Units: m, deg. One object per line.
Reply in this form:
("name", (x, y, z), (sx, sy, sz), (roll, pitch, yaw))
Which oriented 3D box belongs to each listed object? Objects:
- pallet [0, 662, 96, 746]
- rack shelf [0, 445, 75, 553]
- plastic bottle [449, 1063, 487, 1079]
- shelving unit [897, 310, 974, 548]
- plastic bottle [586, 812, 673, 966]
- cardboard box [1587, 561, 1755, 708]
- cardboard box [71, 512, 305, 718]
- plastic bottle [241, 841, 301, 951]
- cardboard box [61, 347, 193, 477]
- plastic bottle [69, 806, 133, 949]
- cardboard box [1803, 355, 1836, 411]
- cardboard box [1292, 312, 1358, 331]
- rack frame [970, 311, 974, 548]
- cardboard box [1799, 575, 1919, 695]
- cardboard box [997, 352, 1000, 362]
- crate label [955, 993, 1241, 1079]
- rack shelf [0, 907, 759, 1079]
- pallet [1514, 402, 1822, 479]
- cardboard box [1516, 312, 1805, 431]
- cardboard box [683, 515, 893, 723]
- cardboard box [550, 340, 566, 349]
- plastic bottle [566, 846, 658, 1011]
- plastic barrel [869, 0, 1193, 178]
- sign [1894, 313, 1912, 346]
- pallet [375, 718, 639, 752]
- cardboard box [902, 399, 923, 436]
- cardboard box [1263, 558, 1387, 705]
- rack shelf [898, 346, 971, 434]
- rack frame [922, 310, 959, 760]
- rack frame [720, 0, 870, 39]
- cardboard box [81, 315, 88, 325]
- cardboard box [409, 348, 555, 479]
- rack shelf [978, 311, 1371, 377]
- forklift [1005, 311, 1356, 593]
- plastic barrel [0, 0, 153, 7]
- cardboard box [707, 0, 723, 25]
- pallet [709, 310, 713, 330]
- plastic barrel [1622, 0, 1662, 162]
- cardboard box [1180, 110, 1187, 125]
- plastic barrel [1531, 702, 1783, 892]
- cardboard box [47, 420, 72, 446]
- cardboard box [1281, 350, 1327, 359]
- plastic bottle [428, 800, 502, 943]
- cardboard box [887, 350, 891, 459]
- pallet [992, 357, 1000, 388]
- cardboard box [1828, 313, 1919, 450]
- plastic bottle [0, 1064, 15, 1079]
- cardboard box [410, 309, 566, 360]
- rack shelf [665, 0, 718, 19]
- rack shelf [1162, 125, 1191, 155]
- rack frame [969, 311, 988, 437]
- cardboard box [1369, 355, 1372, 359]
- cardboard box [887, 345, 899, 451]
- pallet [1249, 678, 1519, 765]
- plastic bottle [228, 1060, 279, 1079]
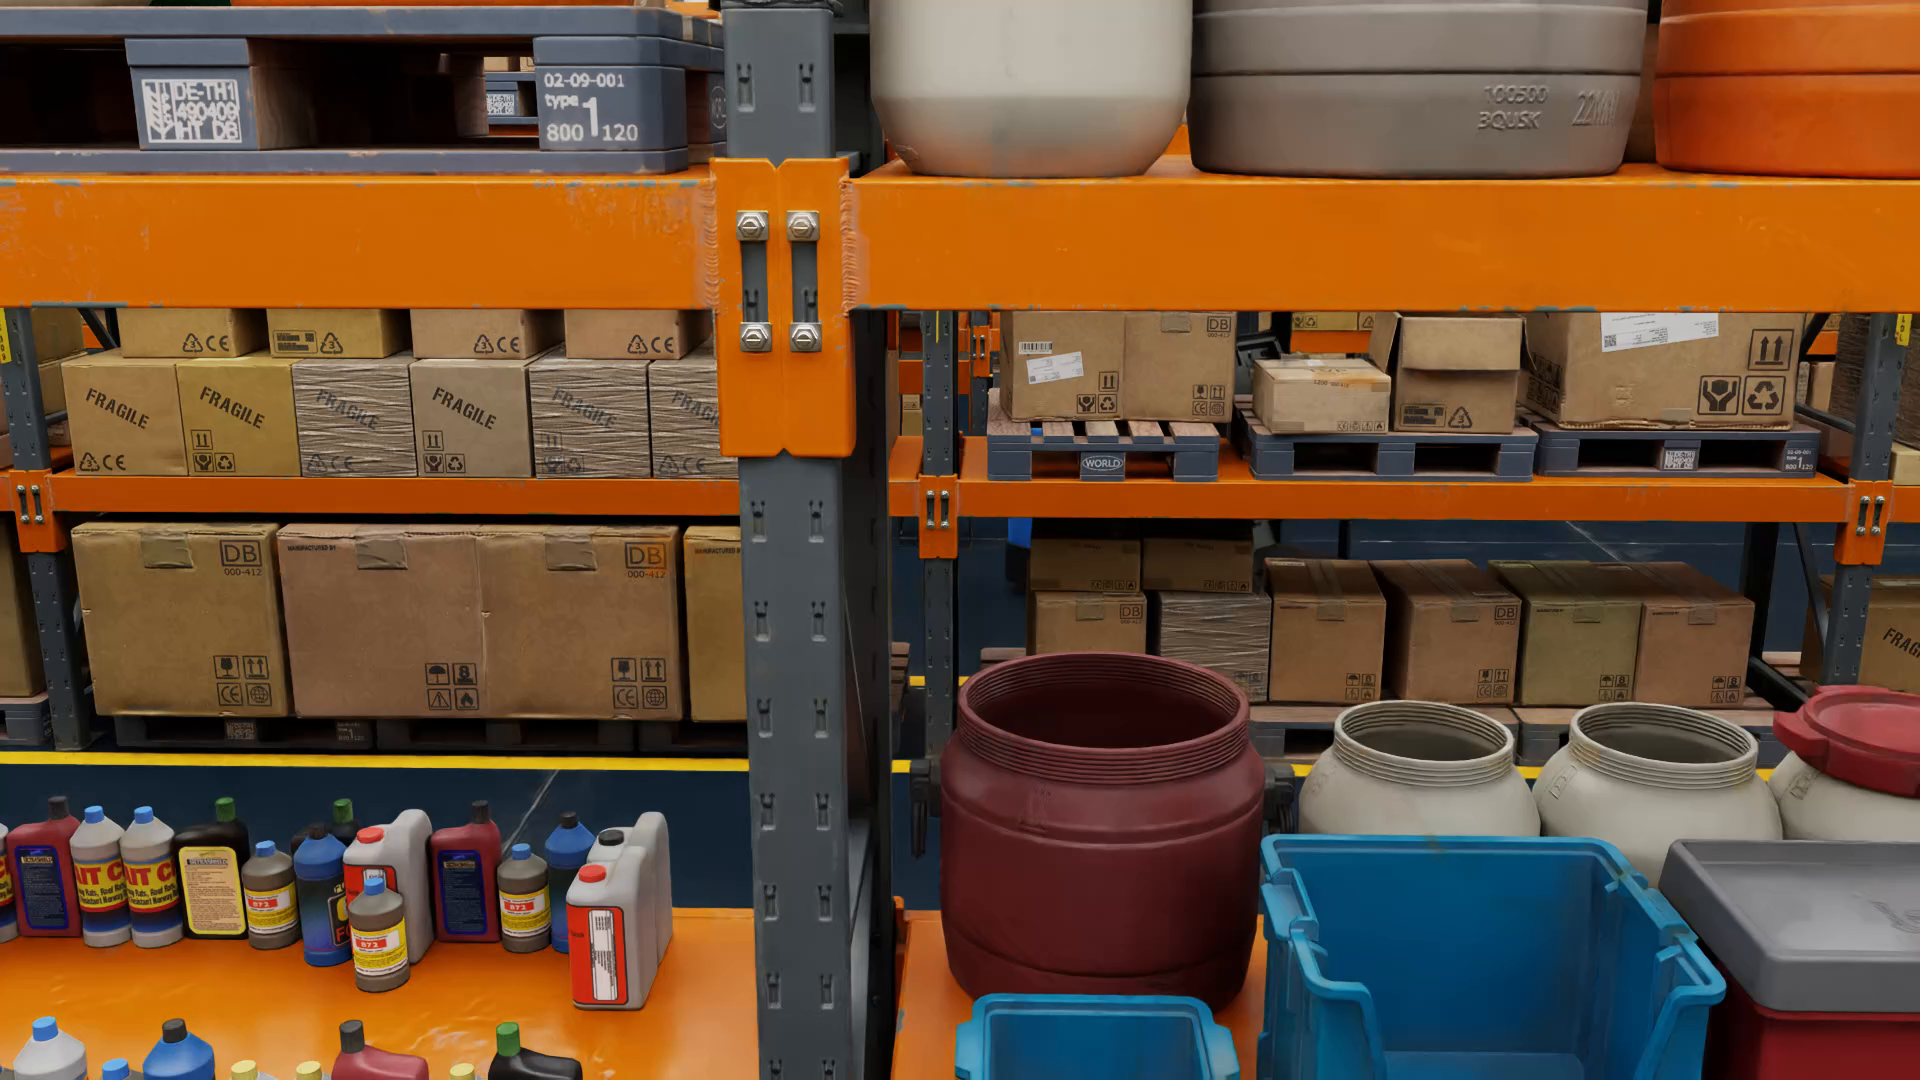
("pallet", (-4.841, 0.722, 8.190), (1.213, 0.211, 1.003), (0, 15, 1))
("rack shelf", (-6.082, -0.267, 7.881), (4.000, 0.370, 1.077), (0, 15, 1))
("plastic bottle", (-0.741, 0.884, 2.497), (0.097, 0.201, 0.097), (0, 15, 0))
("shelving unit", (-0.165, -1.016, 11.076), (0.503, 2.100, 0.431), (0, 15, 1))
("plastic bottle", (-0.635, 0.662, 3.193), (0.135, 0.276, 0.152), (0, 15, 1))
("cardboard box", (3.302, 0.437, 7.841), (0.500, 0.500, 0.700), (-1, 15, -3))
("cardboard box", (-3.442, 0.222, 7.961), (0.875, 0.875, 1.225), (0, 15, 2))
("plastic bottle", (-1.346, 0.687, 3.246), (0.097, 0.201, 0.097), (0, 15, 0))
("cardboard box", (-3.629, -0.583, 7.474), (0.500, 0.500, 0.500), (0, 15, 2))
("plastic bottle", (-1.674, 0.651, 3.246), (0.097, 0.271, 0.097), (0, 15, 0))
("cardboard box", (6.582, -0.956, 12.426), (0.875, 0.875, 0.875), (0, 15, 1))
("cardboard box", (2.604, -1.804, 12.101), (0.500, 0.500, 0.500), (1, 15, 2))
("rack frame", (0.078, -1.015, 11.070), (0.015, 2.100, 0.400), (0, 15, 1))
("cardboard box", (4.314, 0.469, 7.759), (0.500, 0.500, 0.500), (0, 15, 0))
("cardboard box", (0.734, -2.029, 17.478), (0.625, 0.372, 0.950), (-1, 15, -2))
("crate label", (0.201, 0.867, 2.503), (0.416, 0.233, 0.303), (0, 15, 1))
("rack shelf", (-2.210, 1.022, 2.995), (4.000, 0.370, 1.077), (0, 15, 1))
("pallet", (3.155, -0.499, 7.727), (1.213, 0.211, 1.003), (0, 15, 1))
("cardboard box", (3.124, -1.083, 7.568), (1.000, 1.000, 1.000), (0, 15, 2))
("cardboard box", (-0.773, 0.239, 7.896), (0.875, 0.875, 1.225), (0, 15, -1))
("cardboard box", (-2.090, -0.705, 7.938), (0.500, 0.500, 0.500), (0, 15, 2))
("plastic bottle", (-0.639, 0.701, 3.046), (0.135, 0.276, 0.152), (0, 15, 1))
("plastic barrel", (0.092, -0.737, 2.153), (0.421, 0.512, 0.421), (0, 15, 0))
("sign", (3.904, -0.968, 6.858), (0.005, 0.325, 0.100), (0, 15, 1))
("pallet", (-2.087, 0.740, 8.122), (1.213, 0.211, 1.003), (0, 15, 1))
("cardboard box", (-0.521, -0.772, 12.462), (0.500, 0.500, 0.500), (0, 15, 1))
("cardboard box", (1.708, 0.422, 7.898), (0.500, 0.500, 0.700), (2, 15, 6))
("rack shelf", (-0.165, -1.003, 11.080), (0.480, 0.518, 0.431), (0, 15, 1))
("rack frame", (-0.084, -0.576, 7.641), (0.127, 3.000, 1.000), (0, 15, 1))
("rack frame", (-0.210, -2.213, 2.089), (0.127, 3.000, 1.000), (0, 15, 1))
("cardboard box", (-6.482, -1.703, 12.409), (0.250, 0.149, 0.380), (0, 15, 1))
("cardboard box", (-2.110, -0.575, 7.442), (0.500, 0.500, 0.500), (1, 15, 2))
("rack shelf", (2.143, -1.479, 12.476), (4.000, 0.370, 1.077), (0, 15, 1))
("forklift", (1.652, -0.924, 9.097), (1.130, 2.935, 3.031), (-14, 20, -42))
("plastic barrel", (-1.286, -0.869, 2.320), (0.301, 0.262, 0.301), (0, 15, 0))
("cardboard box", (-0.695, -2.265, 7.137), (0.637, 0.503, 0.797), (1, 15, 5))
("pallet", (-1.836, -1.749, 12.467), (1.213, 0.211, 1.003), (0, 15, 1))
("plastic barrel", (1.067, -0.747, 2.683), (0.301, 0.262, 0.301), (0, 15, 0))
("cardboard box", (0.893, -1.882, 7.007), (0.500, 0.250, 0.500), (1, 15, 3))
("plastic barrel", (1.245, 0.588, 3.010), (0.421, 0.512, 0.421), (0, 15, 0))
("cardboard box", (-4.370, -0.567, 8.101), (0.250, 0.149, 0.380), (0, 15, 2))
("cardboard box", (1.590, -0.772, 7.825), (0.258, 0.266, 0.396), (0, 15, 0))
("plastic bottle", (-0.962, 0.645, 3.244), (0.133, 0.283, 0.061), (0, 15, 1))
("cardboard box", (-0.583, -0.564, 7.401), (0.500, 0.500, 0.500), (1, 15, 3))
("pallet", (0.950, -1.749, 17.555), (1.213, 0.211, 1.003), (0, 15, 1))
("cardboard box", (4.363, -0.723, 7.421), (0.500, 0.500, 0.875), (0, 15, 1))
("plastic bottle", (-1.458, 0.880, 2.515), (0.097, 0.201, 0.097), (0, 15, 0))
("cardboard box", (-2.136, -1.125, 7.563), (0.637, 0.503, 0.797), (1, 15, 3))
("rack shelf", (-1.707, -6.741, 21.445), (4.000, 0.370, 1.077), (0, 15, 1))
("rack shelf", (1.915, -1.665, 7.301), (4.000, 0.370, 1.077), (0, 15, 1))
("rack frame", (0.144, -1.840, 12.433), (0.127, 3.000, 1.000), (0, 15, 1))
("cardboard box", (4.152, -1.780, 15.623), (0.500, 0.500, 0.500), (0, 15, 1))
("cardboard box", (-0.563, -0.696, 7.904), (0.500, 0.500, 0.500), (1, 15, 3))
("pallet", (1.914, 0.787, 7.944), (1.213, 0.211, 1.003), (0, 15, 1))
("plastic bottle", (-1.069, 0.882, 2.505), (0.097, 0.201, 0.097), (0, 15, 0))
